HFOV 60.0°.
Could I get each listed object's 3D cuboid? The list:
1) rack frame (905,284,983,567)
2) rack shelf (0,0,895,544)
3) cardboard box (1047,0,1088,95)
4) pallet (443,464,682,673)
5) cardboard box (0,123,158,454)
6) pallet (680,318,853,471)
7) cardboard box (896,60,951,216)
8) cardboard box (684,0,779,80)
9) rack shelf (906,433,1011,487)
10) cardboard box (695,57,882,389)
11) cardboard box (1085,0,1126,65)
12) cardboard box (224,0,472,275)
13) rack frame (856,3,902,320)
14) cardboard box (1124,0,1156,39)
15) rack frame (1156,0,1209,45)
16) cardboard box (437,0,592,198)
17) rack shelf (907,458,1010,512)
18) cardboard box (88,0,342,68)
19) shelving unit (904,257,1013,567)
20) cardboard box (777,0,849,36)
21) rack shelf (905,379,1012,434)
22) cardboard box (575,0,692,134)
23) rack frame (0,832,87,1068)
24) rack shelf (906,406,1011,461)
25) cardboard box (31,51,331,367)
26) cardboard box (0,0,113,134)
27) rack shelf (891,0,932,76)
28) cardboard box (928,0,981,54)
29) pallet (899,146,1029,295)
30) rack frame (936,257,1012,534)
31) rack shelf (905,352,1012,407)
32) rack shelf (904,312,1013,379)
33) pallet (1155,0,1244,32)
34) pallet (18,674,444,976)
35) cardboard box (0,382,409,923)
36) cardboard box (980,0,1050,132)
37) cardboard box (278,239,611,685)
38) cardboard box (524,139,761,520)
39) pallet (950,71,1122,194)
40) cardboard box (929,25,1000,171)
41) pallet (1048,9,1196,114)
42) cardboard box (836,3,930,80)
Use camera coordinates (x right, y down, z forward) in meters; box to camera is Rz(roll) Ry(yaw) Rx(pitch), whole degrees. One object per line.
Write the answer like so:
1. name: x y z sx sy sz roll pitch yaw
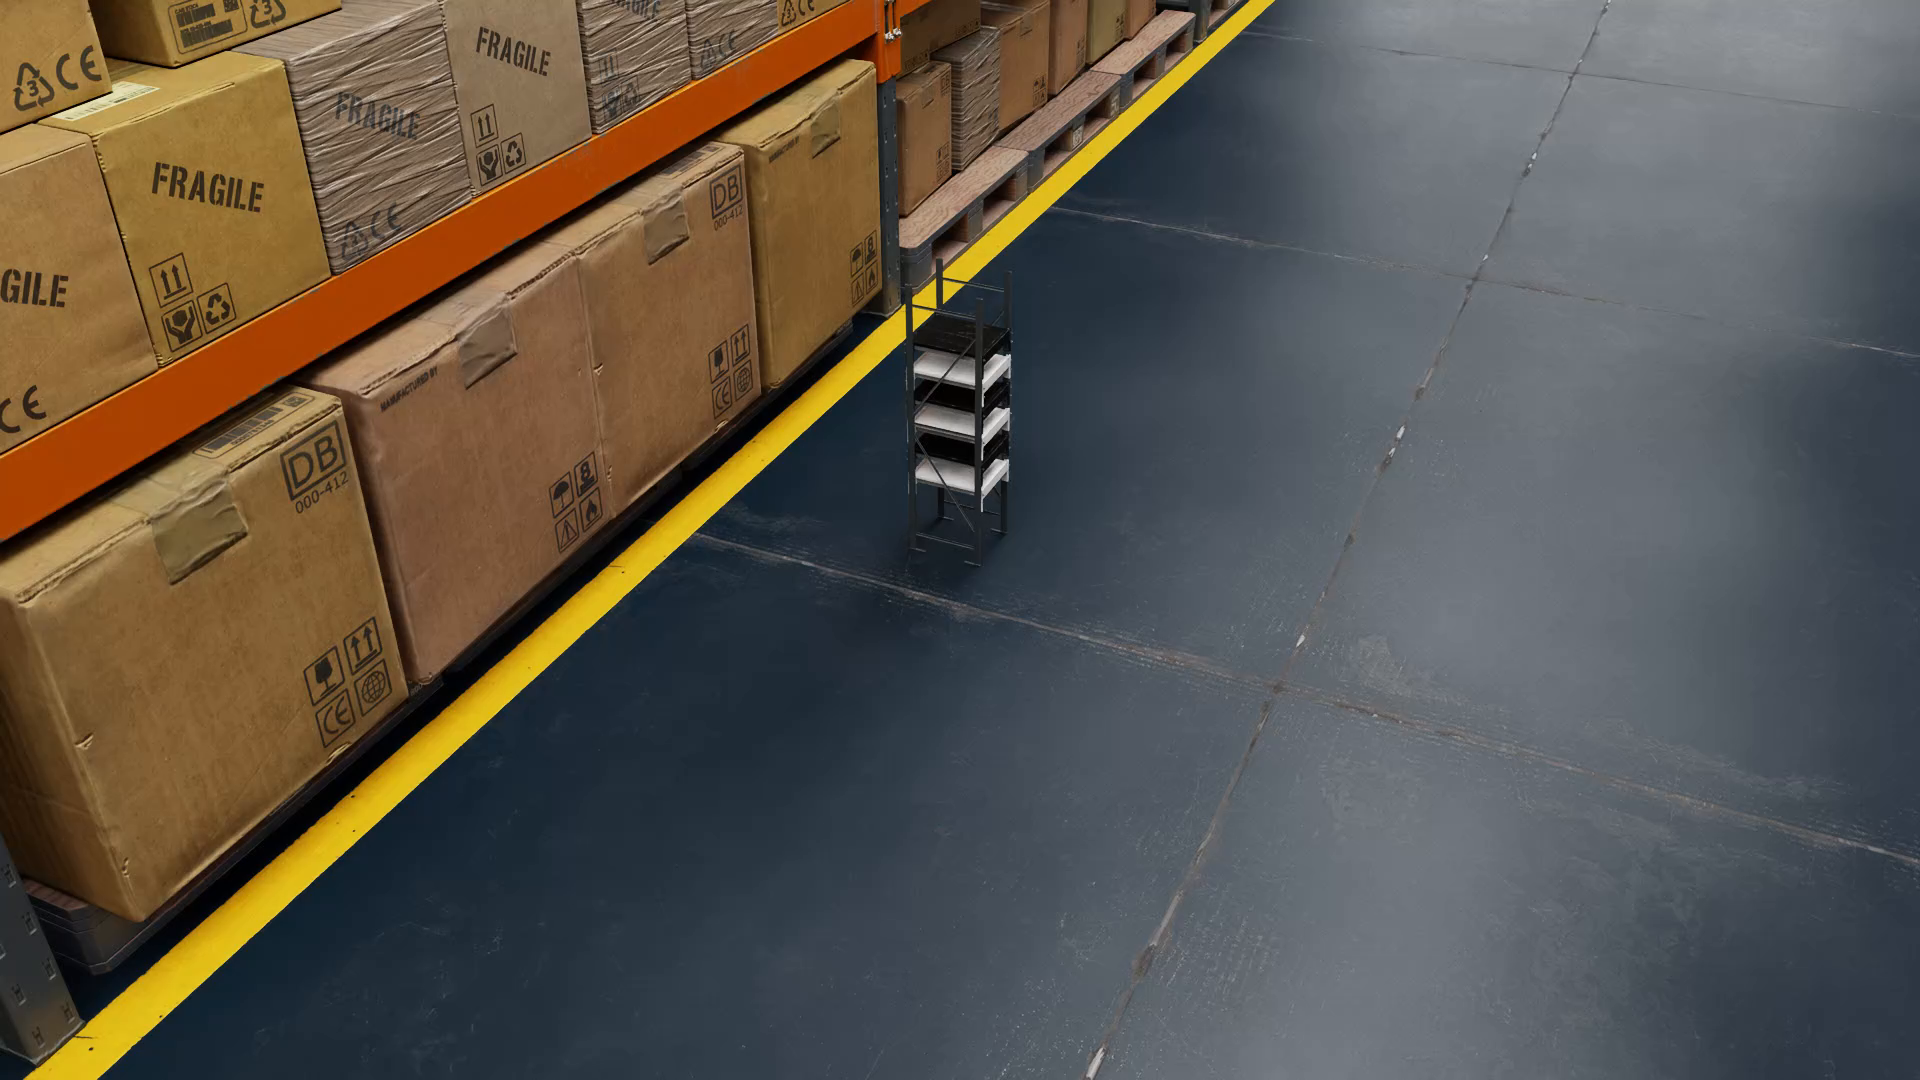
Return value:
1. rack frame: -0.046 -0.322 4.920 0.240 0.900 0.006 14 36 20
2. rack shelf: -1.552 -0.972 4.653 1.077 0.370 4.000 14 36 20
3. cardboard box: 0.232 -2.587 8.338 0.700 0.500 0.500 11 35 16
4. pallet: -1.625 -0.122 5.243 1.003 0.211 1.213 14 36 20
5. cardboard box: -1.969 -0.490 3.171 0.500 0.500 0.500 14 36 21
6. pallet: -1.113 -0.727 6.167 1.003 0.211 1.213 14 36 20
7. cardboard box: -0.453 -1.746 7.055 0.700 0.500 0.500 12 35 18
8. cardboard box: -0.910 -1.761 5.109 0.500 0.500 0.500 14 36 20
9. rack shelf: -0.003 -0.269 5.065 0.258 0.077 0.200 14 36 20
10. cardboard box: -1.022 -1.217 5.925 1.225 0.875 0.875 13 35 18
11. cardboard box: 0.466 -2.866 8.763 0.700 0.500 0.500 14 36 20
12. cardboard box: -1.549 -0.990 3.933 0.500 0.500 0.500 13 36 19
13. rack frame: -0.715 -2.269 5.975 1.000 3.000 0.127 14 36 20
14. cardboard box: 0.682 -3.099 9.119 0.700 0.500 0.500 11 35 17
15. rack frame: 0.959 -4.261 9.013 1.000 3.000 0.127 14 36 20
16. cardboard box: -1.338 -1.248 4.327 0.500 0.500 0.500 15 36 21
17. rack shelf: -0.003 -0.194 5.114 0.258 0.077 0.200 14 36 20
18. cardboard box: -1.831 -1.397 3.639 0.797 0.503 0.637 15 36 21
19. shelving unit: -0.003 -0.372 4.997 0.258 0.900 0.210 14 36 20
20. cardboard box: -0.696 -2.008 5.486 0.500 0.500 0.500 15 36 22
21. rack shelf: -0.003 -0.420 4.966 0.258 0.077 0.200 14 36 20
22. cardboard box: -1.124 -1.502 4.713 0.500 0.500 0.500 13 35 19
23. rack frame: -2.388 -0.277 2.936 1.000 3.000 0.127 14 36 20
24. rack shelf: -0.003 -0.344 5.015 0.258 0.077 0.200 14 36 20
25. cardboard box: -1.759 -0.741 3.553 0.500 0.500 0.500 14 36 21
26. cardboard box: -2.129 -1.058 3.122 0.797 0.503 0.637 13 36 19
27. rack shelf: 0.122 -2.964 7.691 1.077 0.370 4.000 14 36 20
28. cardboard box: -0.249 -2.328 7.260 0.500 0.250 0.500 18 37 26
29. pallet: -0.386 -1.492 7.332 1.003 0.211 1.213 14 36 20
30. rack frame: 0.039 -0.423 5.074 0.240 0.900 0.006 14 36 20
31. rack shelf: -0.003 -0.495 4.917 0.258 0.077 0.200 14 36 20
32. rack shelf: -0.003 -0.570 4.867 0.258 0.077 0.200 14 36 20
33. pallet: 1.208 -3.437 10.300 1.003 0.211 1.213 14 36 20
34. pallet: -2.134 0.488 4.313 1.003 0.211 1.213 14 36 20
35. cardboard box: -2.139 0.113 3.897 1.225 0.875 0.875 14 36 21
36. cardboard box: -0.001 -2.309 7.914 0.700 0.500 0.500 17 37 24
37. cardboard box: -1.766 -0.332 4.576 1.225 0.875 0.875 13 35 19
38. cardboard box: -1.402 -0.775 5.251 1.225 0.875 0.875 14 36 21
39. pallet: 0.125 -2.097 8.255 1.003 0.211 1.213 14 36 20
40. cardboard box: -0.232 -2.025 7.481 0.700 0.500 0.500 11 35 17
41. pallet: 0.634 -2.707 9.185 1.003 0.211 1.213 14 36 20
42. cardboard box: -0.462 -2.062 6.853 0.500 0.250 0.500 16 36 22
